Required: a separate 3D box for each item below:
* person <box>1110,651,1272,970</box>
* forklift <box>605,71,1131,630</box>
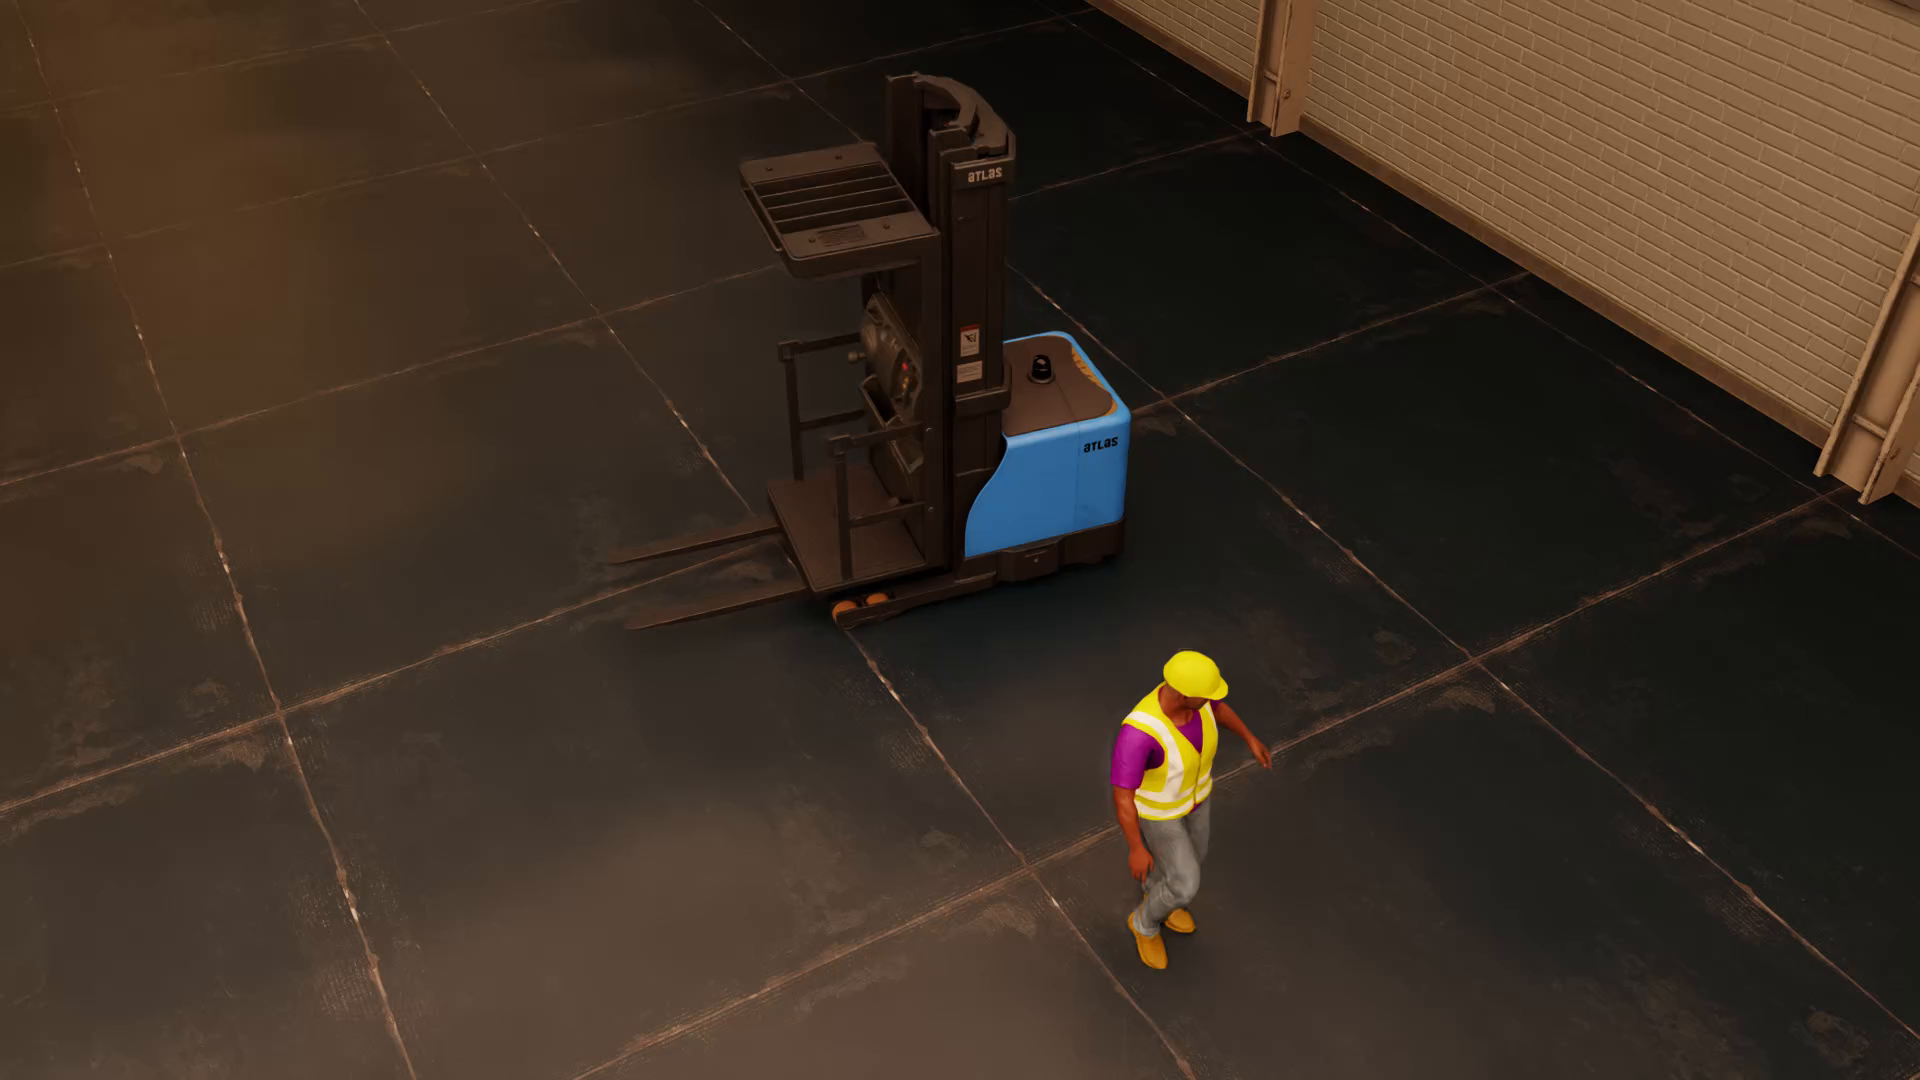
[{"bbox_3d":[1.014,1.187,7.563,0.918,1.774,0.501,-32,50,-33],"label":"person"},{"bbox_3d":[-0.571,-0.990,9.230,3.031,2.935,1.130,-13,42,-16],"label":"forklift"}]
